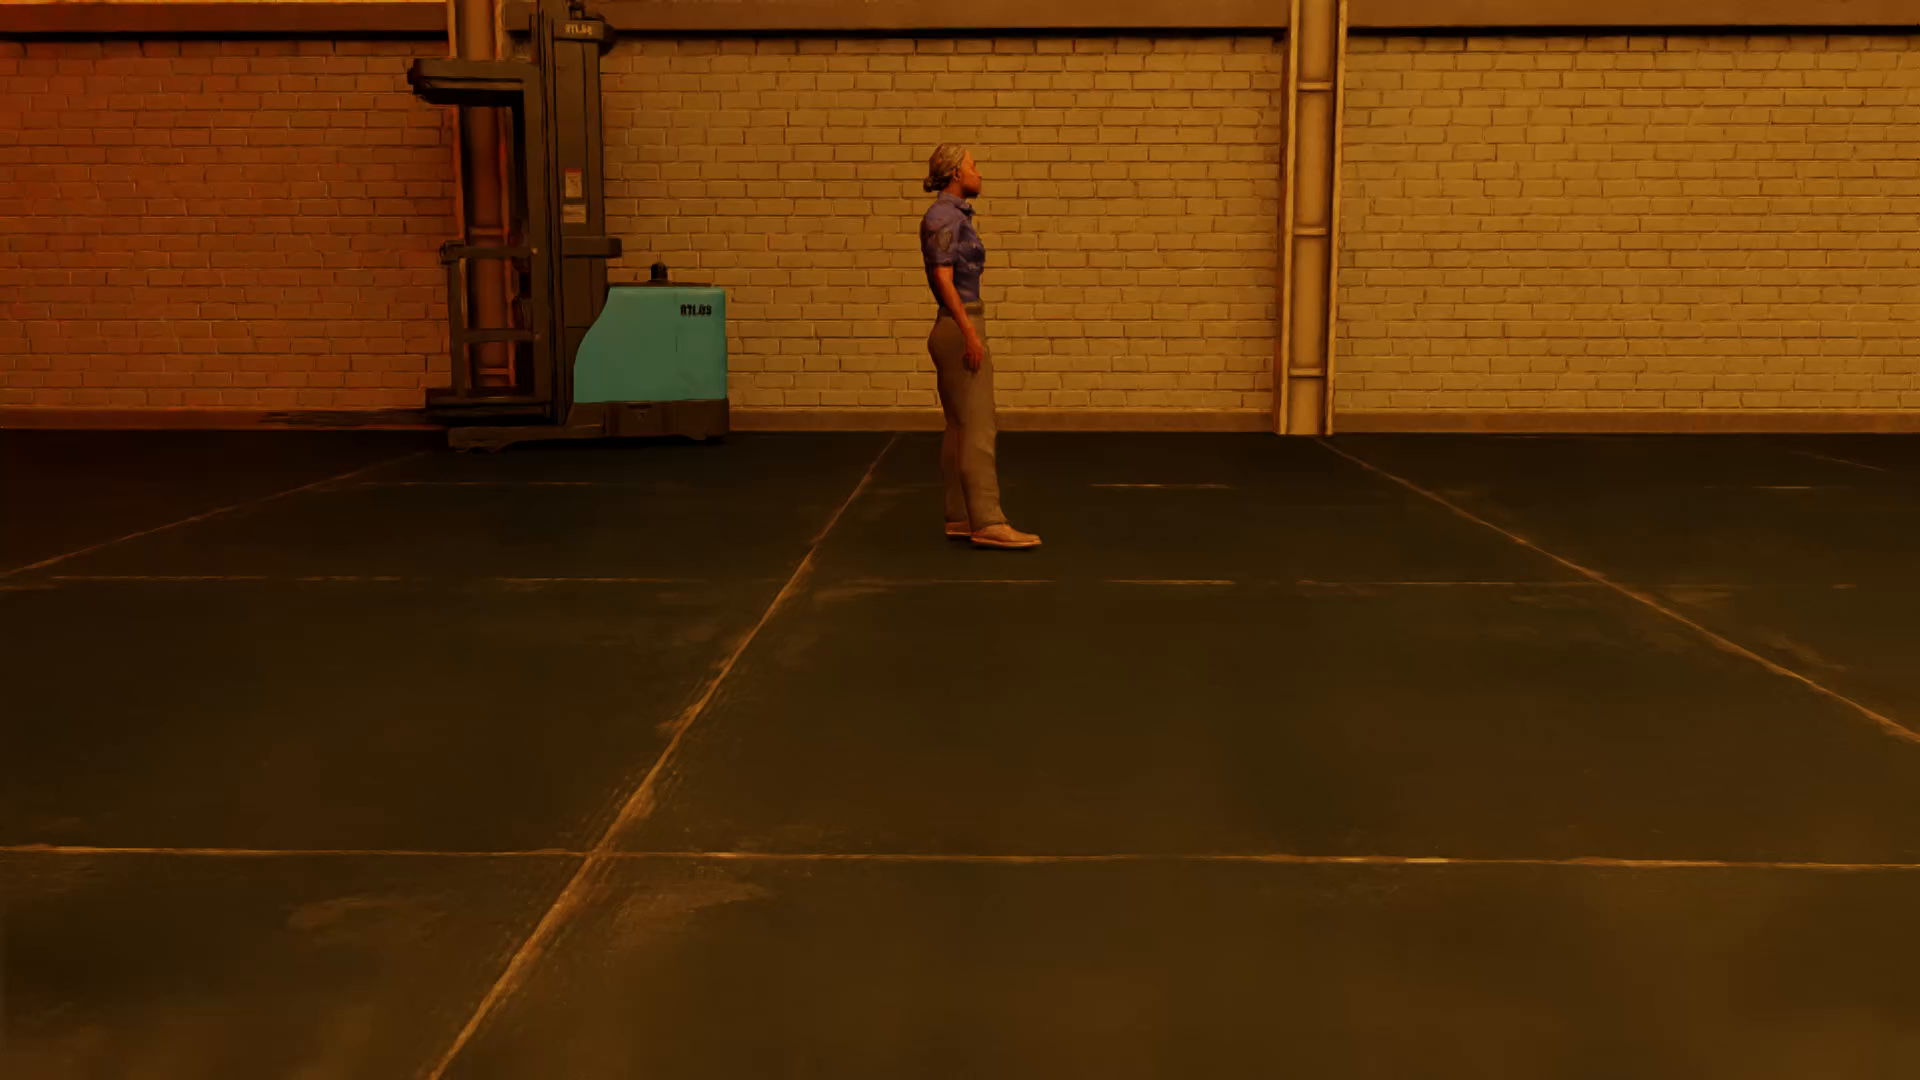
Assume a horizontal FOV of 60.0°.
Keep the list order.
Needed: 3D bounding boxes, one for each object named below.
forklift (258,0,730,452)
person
[{"bbox_3d":[-3.164,-2.111,11.244,3.031,2.935,1.130,-3,9,-18],"label":"forklift"},{"bbox_3d":[0.087,-0.822,6.980,0.503,1.654,0.570,0,9,1],"label":"person"}]
